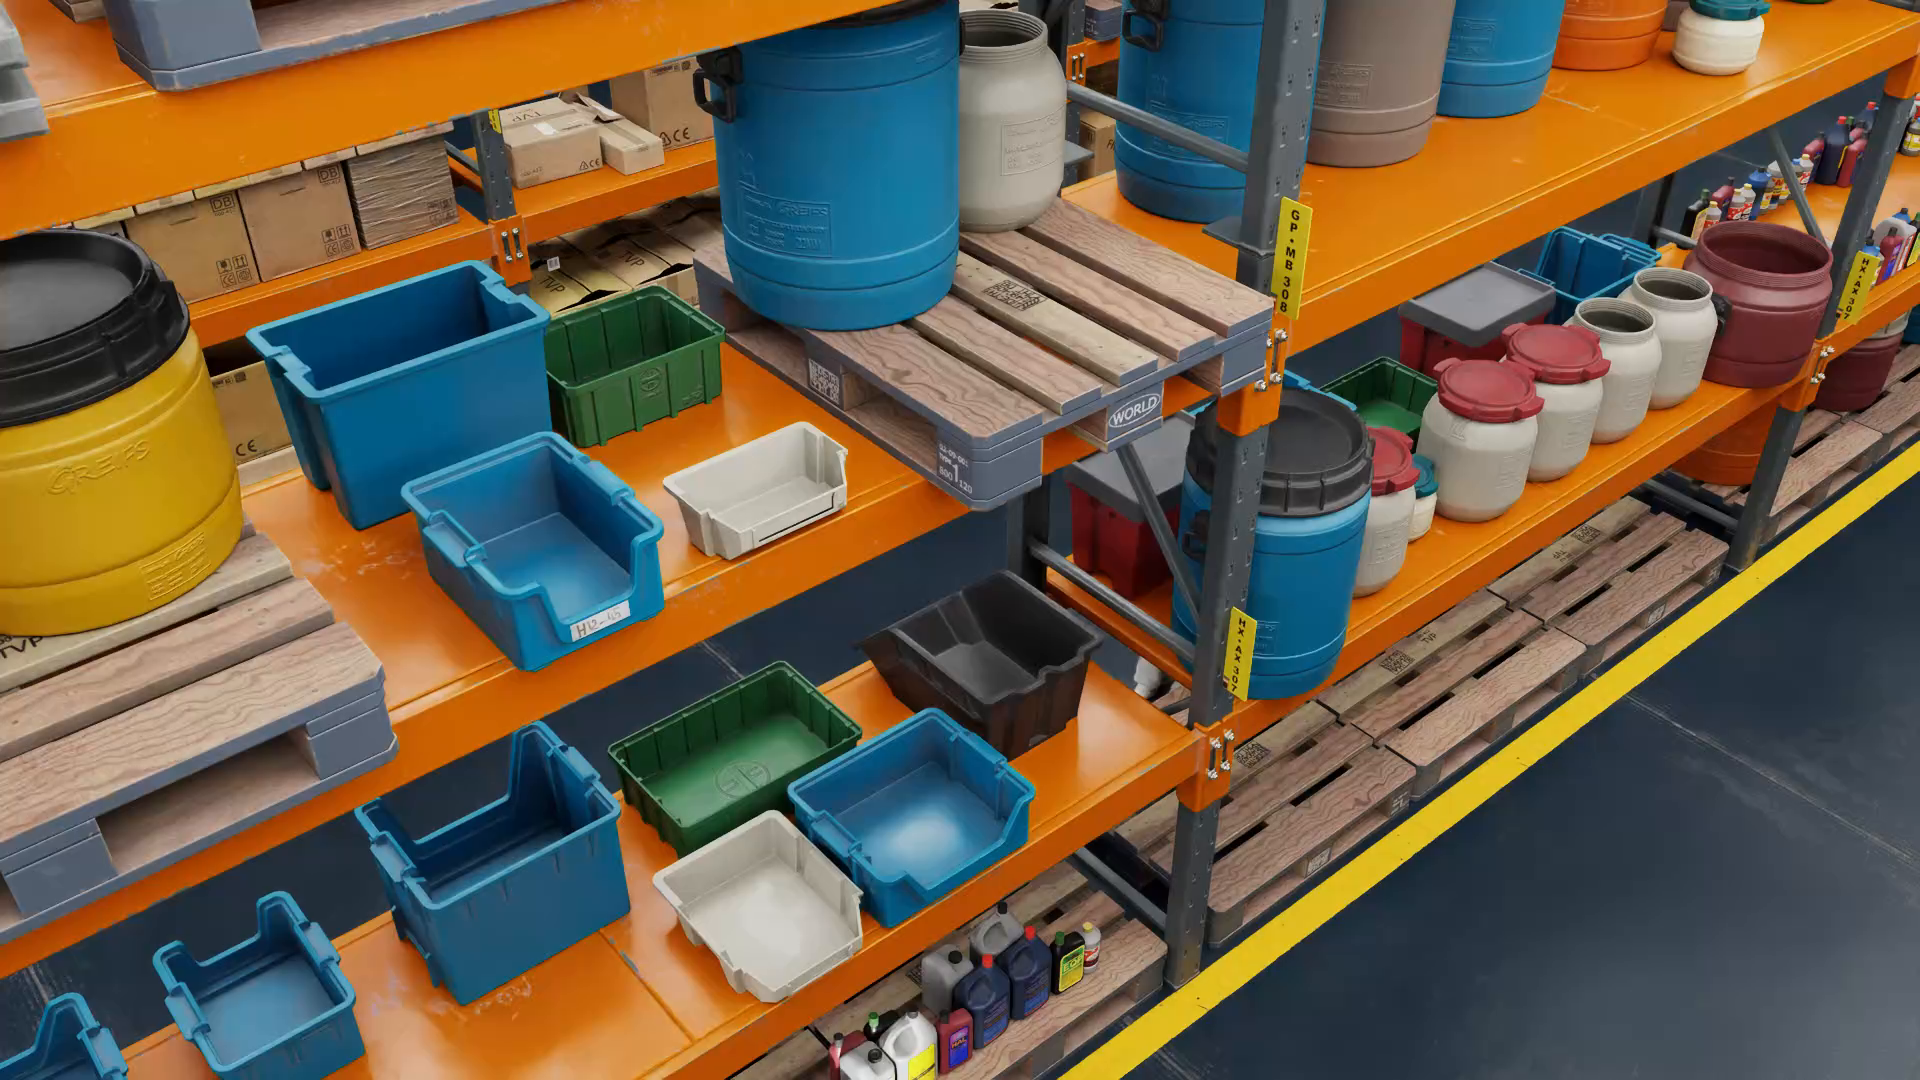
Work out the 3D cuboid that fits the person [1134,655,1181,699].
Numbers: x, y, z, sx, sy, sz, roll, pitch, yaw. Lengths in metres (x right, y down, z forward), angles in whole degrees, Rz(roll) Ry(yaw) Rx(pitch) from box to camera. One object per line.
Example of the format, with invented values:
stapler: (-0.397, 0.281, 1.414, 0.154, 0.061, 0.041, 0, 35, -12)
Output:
person: (1.115, 0.087, 7.232, 0.783, 1.356, 0.419, -28, 44, -33)
